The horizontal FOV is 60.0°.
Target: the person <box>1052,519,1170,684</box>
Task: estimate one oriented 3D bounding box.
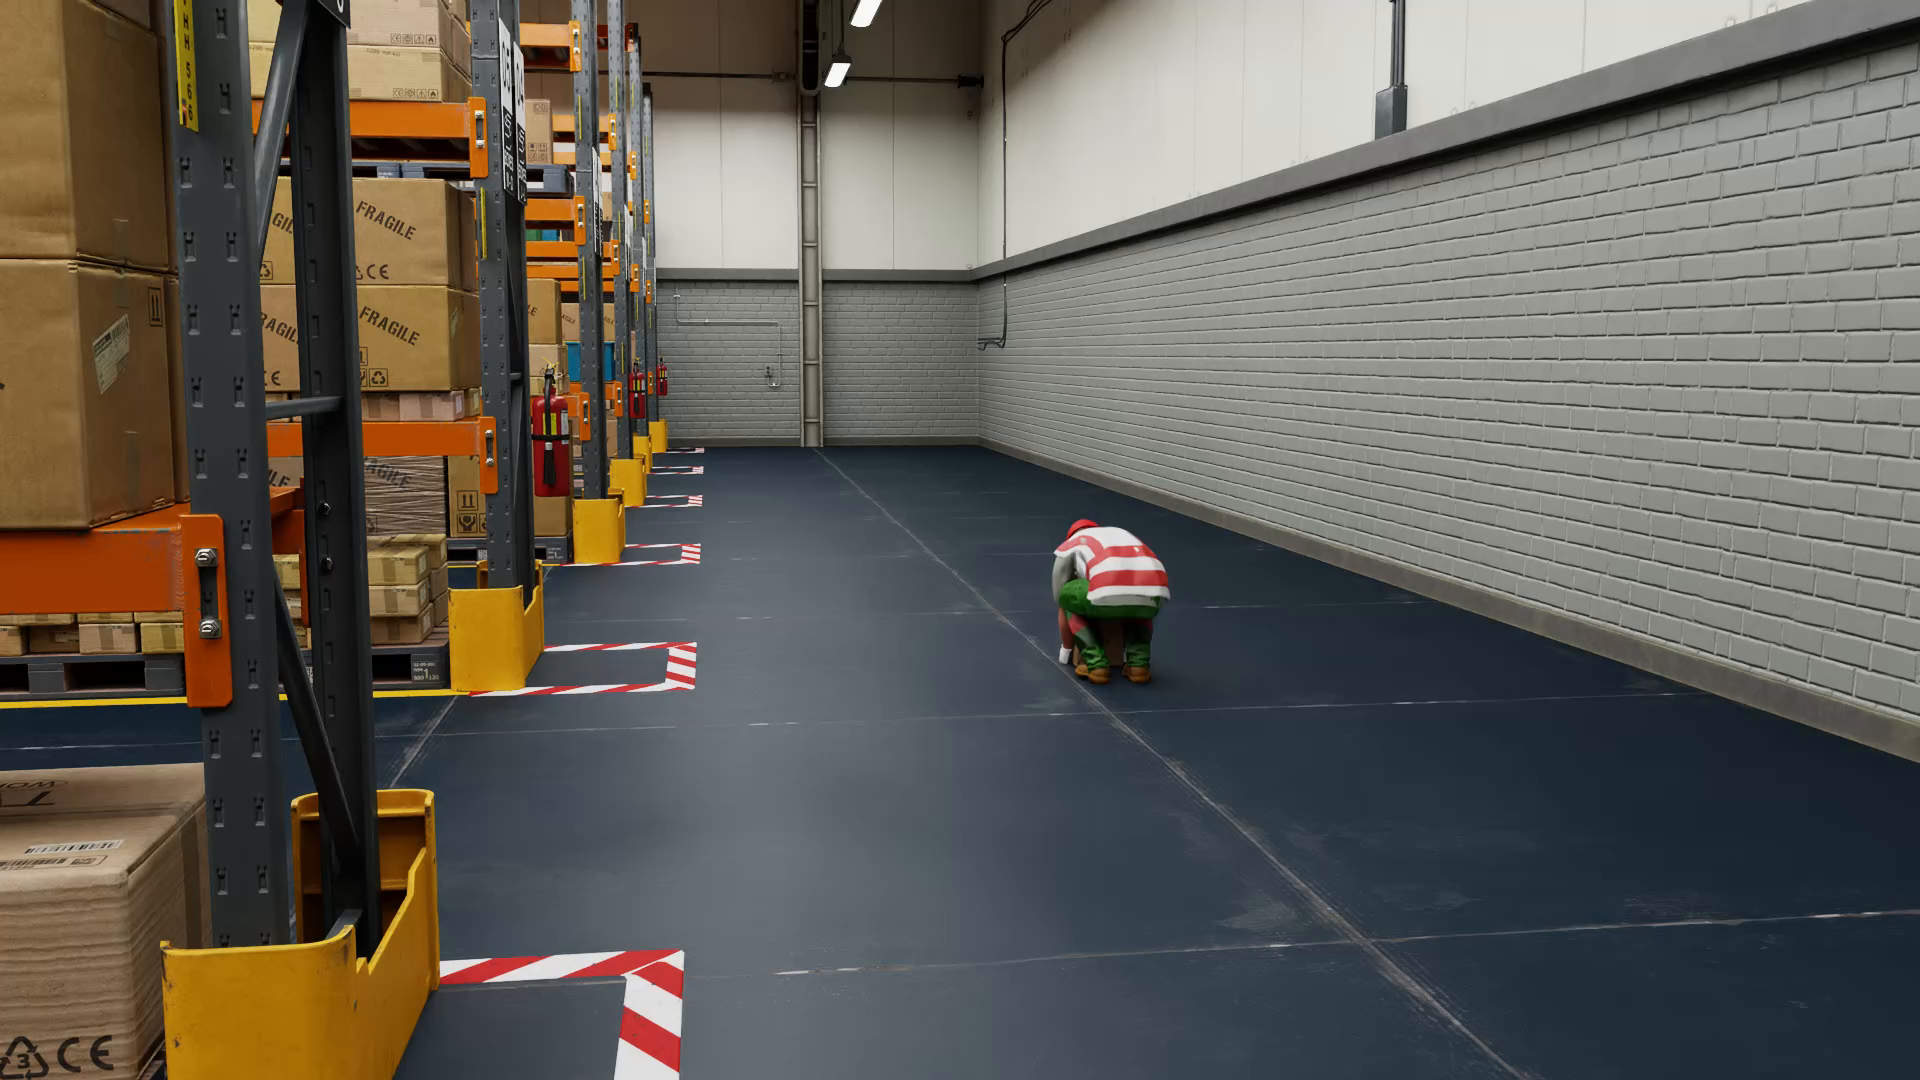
[{"bbox_3d":[0.753,0.337,8.460,0.520,0.817,0.945,-1,6,-10],"label":"person"}]
